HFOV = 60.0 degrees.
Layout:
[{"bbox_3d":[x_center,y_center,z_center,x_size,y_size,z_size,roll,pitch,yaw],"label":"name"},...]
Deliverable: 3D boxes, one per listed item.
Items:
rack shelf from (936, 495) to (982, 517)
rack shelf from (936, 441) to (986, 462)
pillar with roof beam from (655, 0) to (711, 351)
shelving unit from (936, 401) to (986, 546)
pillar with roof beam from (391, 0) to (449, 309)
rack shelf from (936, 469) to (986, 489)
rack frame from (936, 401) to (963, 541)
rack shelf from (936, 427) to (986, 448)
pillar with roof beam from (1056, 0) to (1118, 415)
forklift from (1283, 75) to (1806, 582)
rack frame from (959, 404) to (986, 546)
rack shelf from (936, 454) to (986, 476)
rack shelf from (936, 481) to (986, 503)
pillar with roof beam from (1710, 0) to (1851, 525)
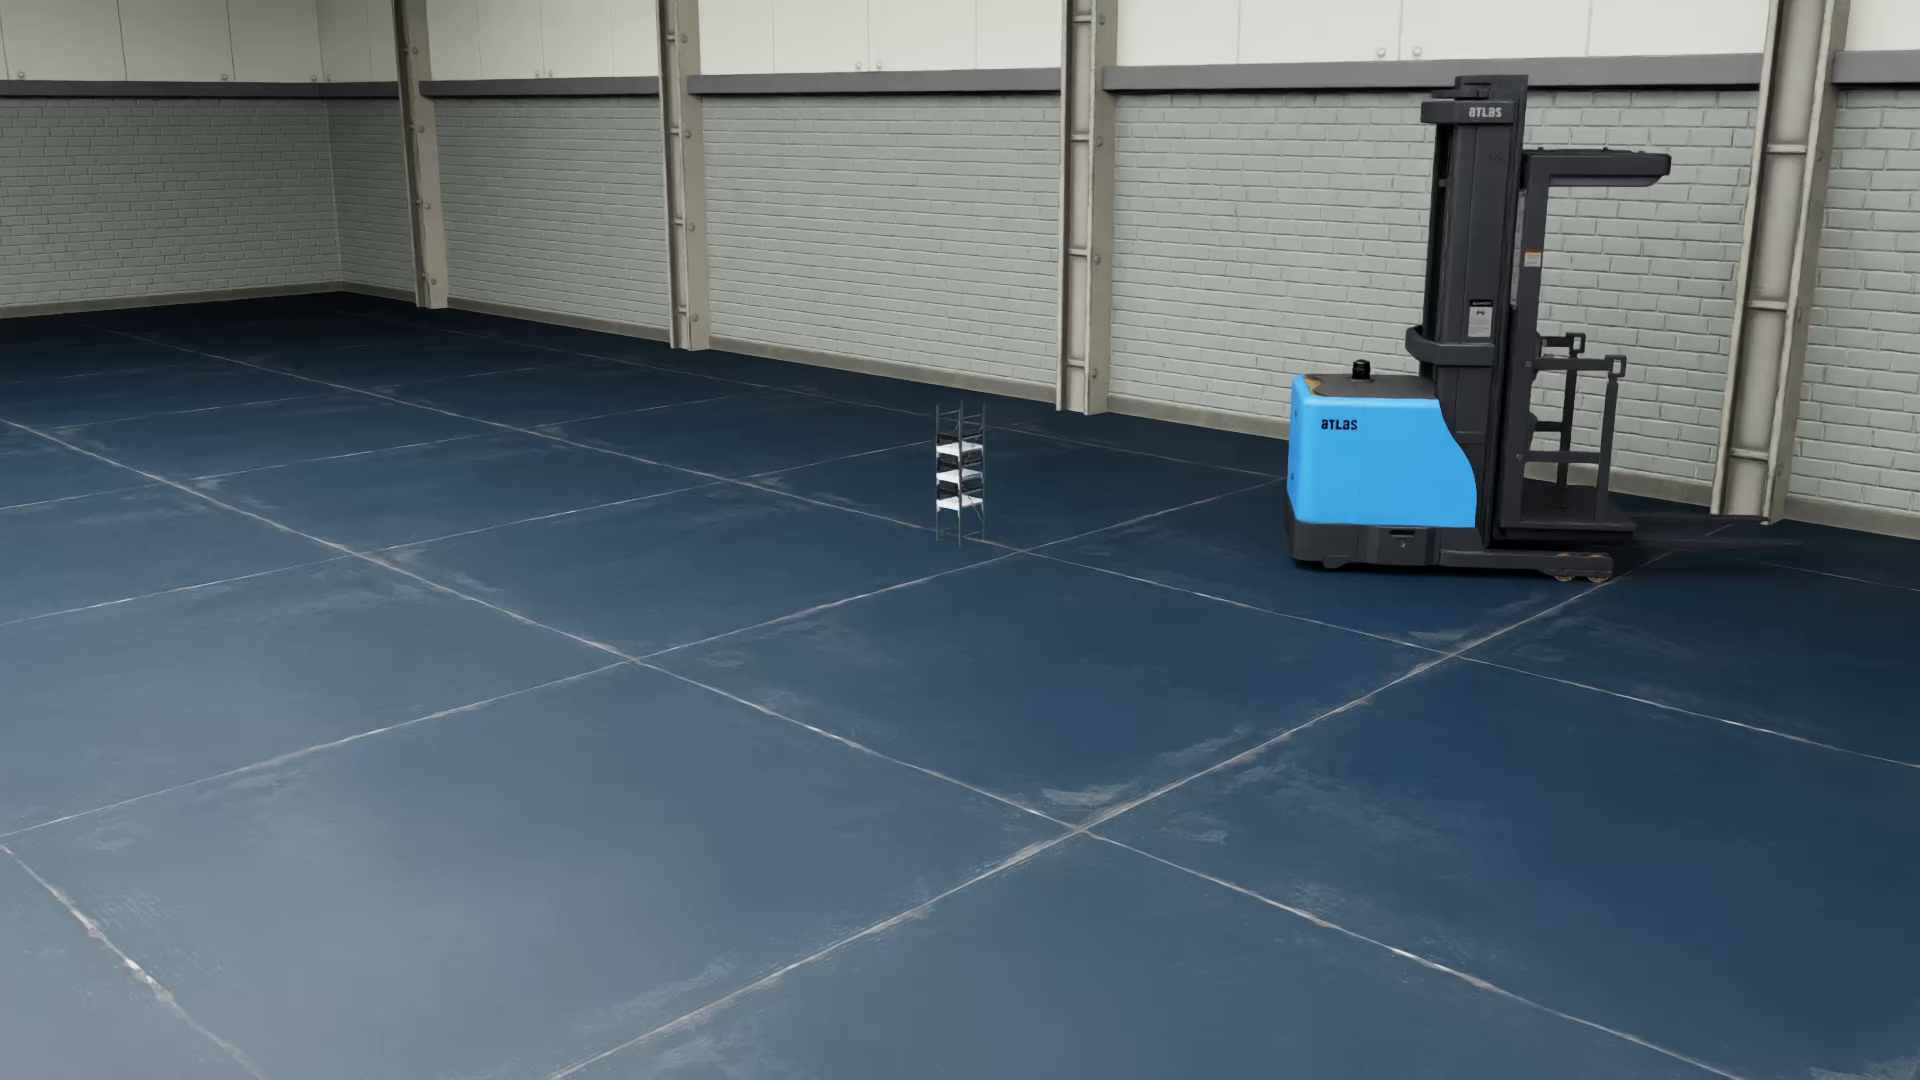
[{"bbox_3d":[0.006,-0.228,10.867,0.200,0.077,0.258,14,20,42],"label":"rack shelf"},{"bbox_3d":[0.006,-0.576,10.776,0.200,0.077,0.258,14,20,42],"label":"rack shelf"},{"bbox_3d":[-6.161,-5.835,15.478,0.400,9.000,9.100,14,20,42],"label":"pillar with roof beam"},{"bbox_3d":[0.006,-0.434,10.813,0.210,0.900,0.258,14,20,42],"label":"shelving unit"},{"bbox_3d":[-10.480,-6.885,19.509,0.400,9.000,9.100,14,20,42],"label":"pillar with roof beam"},{"bbox_3d":[0.006,-0.402,10.822,0.200,0.077,0.258,14,20,42],"label":"rack shelf"},{"bbox_3d":[-0.067,-0.452,10.881,0.006,0.900,0.240,14,20,42],"label":"rack frame"},{"bbox_3d":[0.006,-0.663,10.753,0.200,0.077,0.258,14,20,42],"label":"rack shelf"},{"bbox_3d":[-1.842,-4.785,11.448,0.400,9.000,9.100,14,20,42],"label":"pillar with roof beam"},{"bbox_3d":[3.604,-1.307,10.135,3.031,2.935,1.130,2,15,7],"label":"forklift"},{"bbox_3d":[0.079,-0.416,10.745,0.006,0.900,0.240,14,20,42],"label":"rack frame"},{"bbox_3d":[0.006,-0.489,10.799,0.200,0.077,0.258,14,20,42],"label":"rack shelf"},{"bbox_3d":[0.006,-0.315,10.844,0.200,0.077,0.258,14,20,42],"label":"rack shelf"},{"bbox_3d":[2.478,-3.735,7.418,0.400,9.000,9.100,14,20,42],"label":"pillar with roof beam"}]
